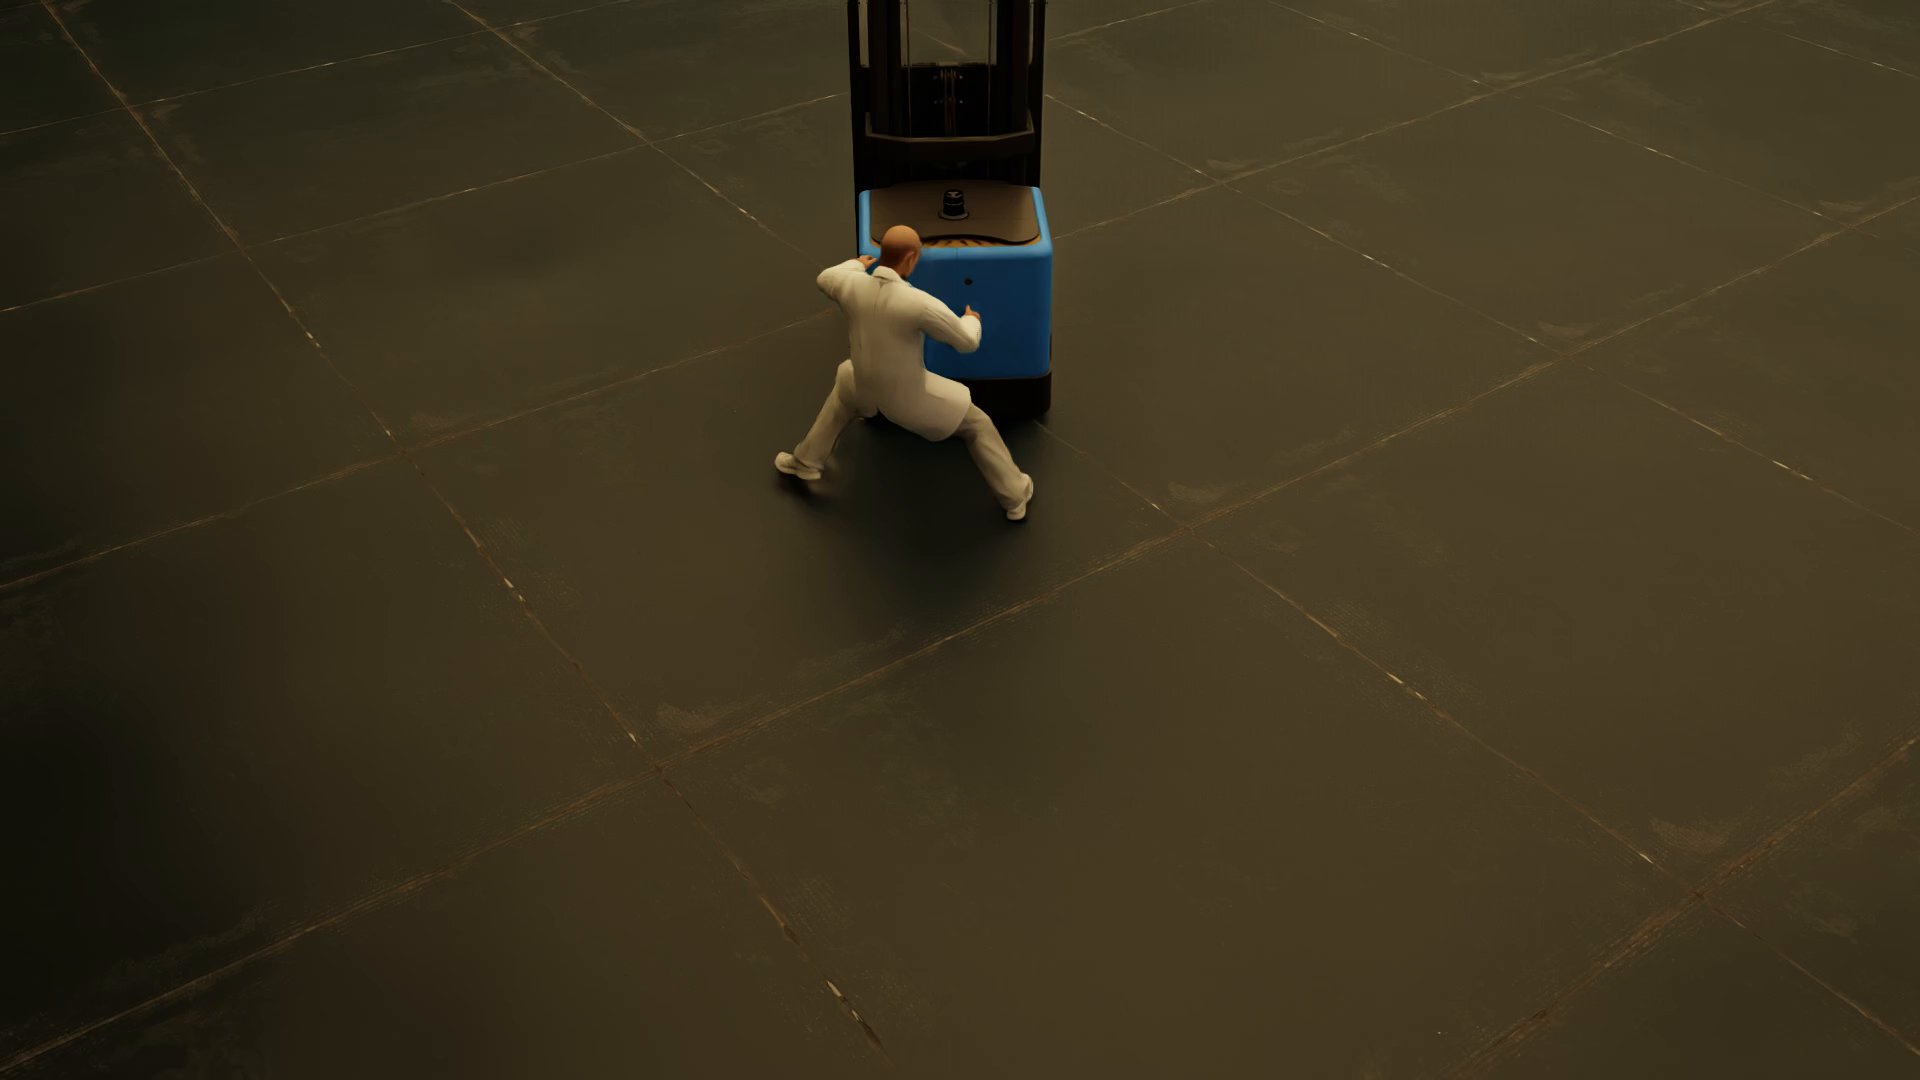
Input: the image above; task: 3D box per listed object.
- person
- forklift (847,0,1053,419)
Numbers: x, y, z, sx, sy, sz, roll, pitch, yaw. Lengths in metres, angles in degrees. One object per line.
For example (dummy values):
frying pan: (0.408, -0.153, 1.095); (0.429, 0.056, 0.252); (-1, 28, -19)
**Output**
person: (-0.282, -0.910, 8.337); (1.353, 1.549, 0.756); (21, 42, 26)
forklift: (-0.089, -2.699, 9.595); (1.130, 2.935, 3.031); (-2, 37, -2)
